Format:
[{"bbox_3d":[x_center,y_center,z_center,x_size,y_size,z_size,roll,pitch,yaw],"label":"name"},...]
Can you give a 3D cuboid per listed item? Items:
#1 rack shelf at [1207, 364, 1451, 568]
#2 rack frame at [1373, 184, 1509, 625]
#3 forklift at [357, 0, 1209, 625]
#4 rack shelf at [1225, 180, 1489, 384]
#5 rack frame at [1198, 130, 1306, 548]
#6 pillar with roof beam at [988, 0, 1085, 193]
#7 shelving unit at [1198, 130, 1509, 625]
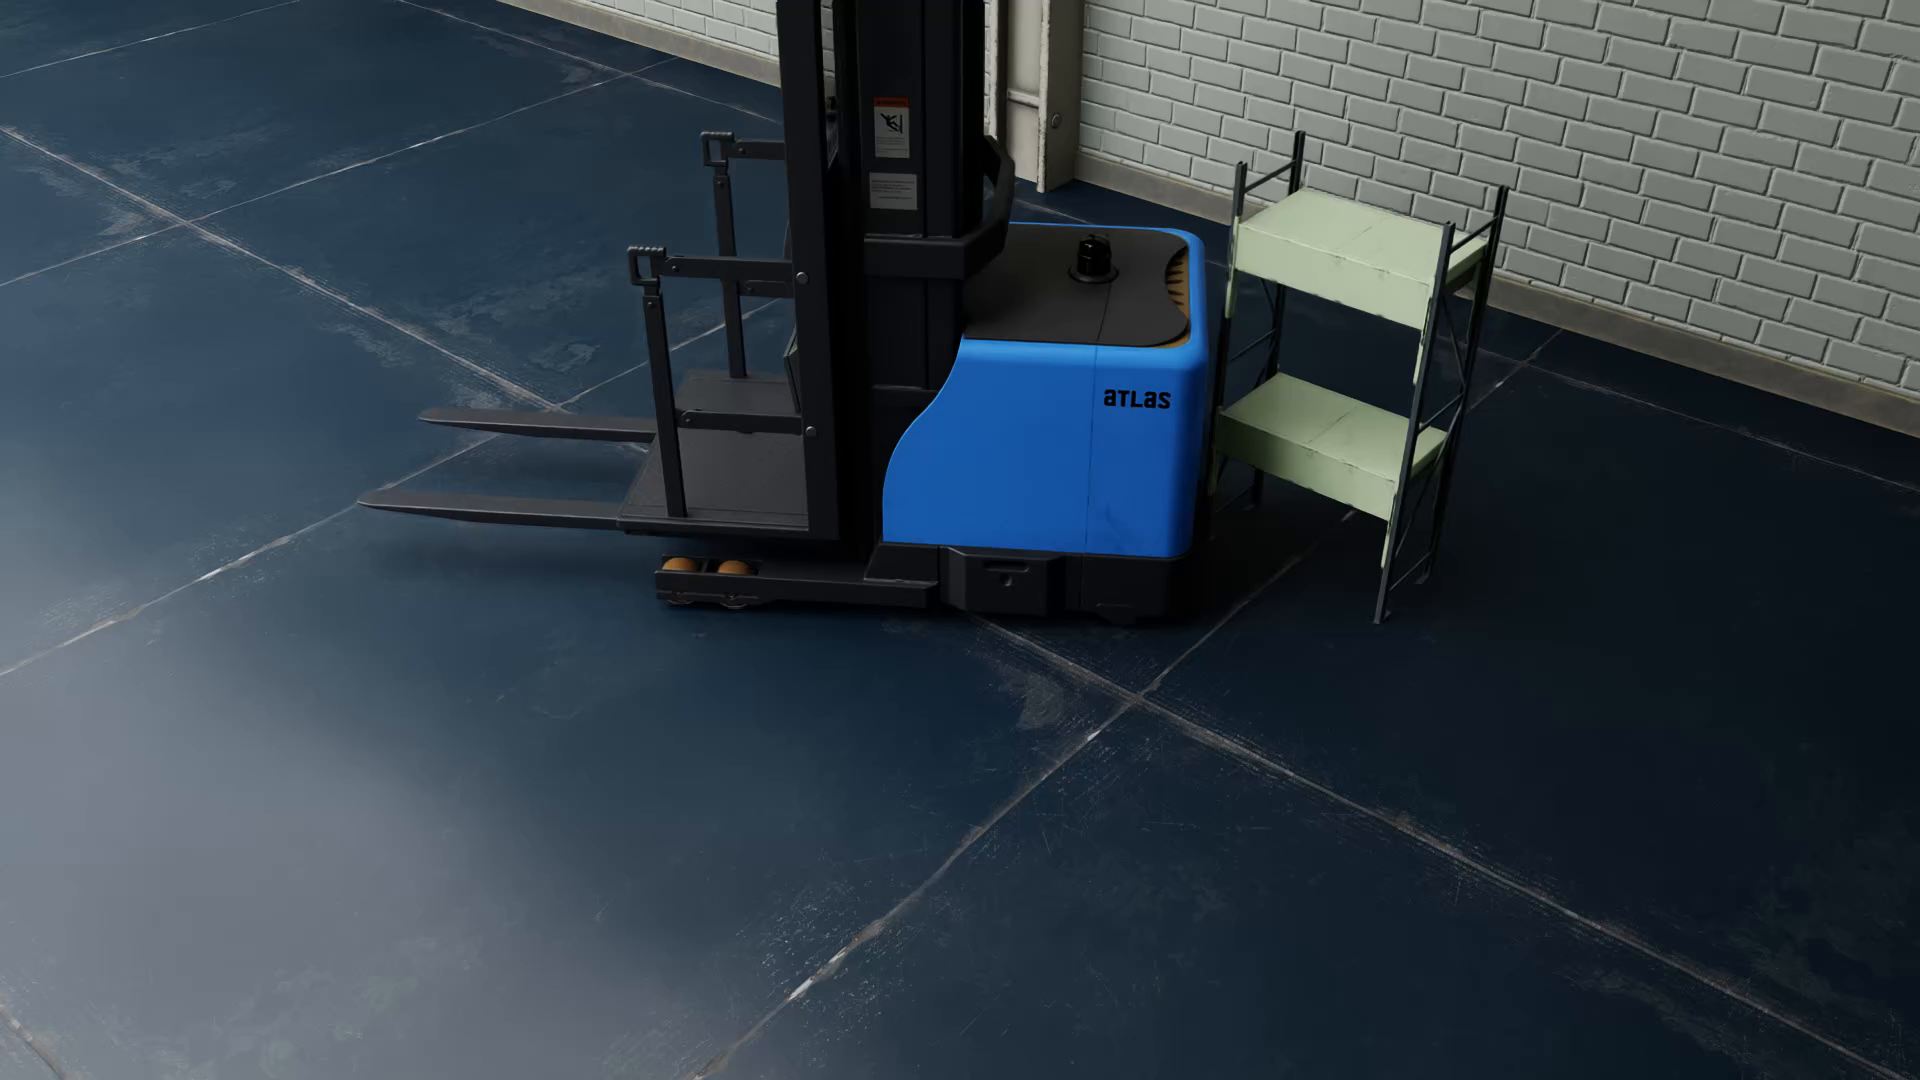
[{"bbox_3d":[1.308,-0.275,5.902,0.720,0.370,0.431,26,42,32],"label":"rack shelf"},{"bbox_3d":[1.587,-0.410,5.522,0.023,1.500,0.400,26,42,32],"label":"rack frame"},{"bbox_3d":[-0.660,-1.261,5.497,3.031,2.935,1.130,3,35,5],"label":"forklift"},{"bbox_3d":[1.308,-0.866,5.497,0.720,0.370,0.431,26,42,32],"label":"rack shelf"},{"bbox_3d":[1.029,-0.678,5.913,0.023,1.500,0.400,26,42,32],"label":"rack frame"},{"bbox_3d":[-2.353,-3.847,3.902,0.400,9.000,9.100,25,42,32],"label":"pillar with roof beam"},{"bbox_3d":[1.308,-0.544,5.717,0.755,1.500,0.431,26,42,32],"label":"shelving unit"}]
